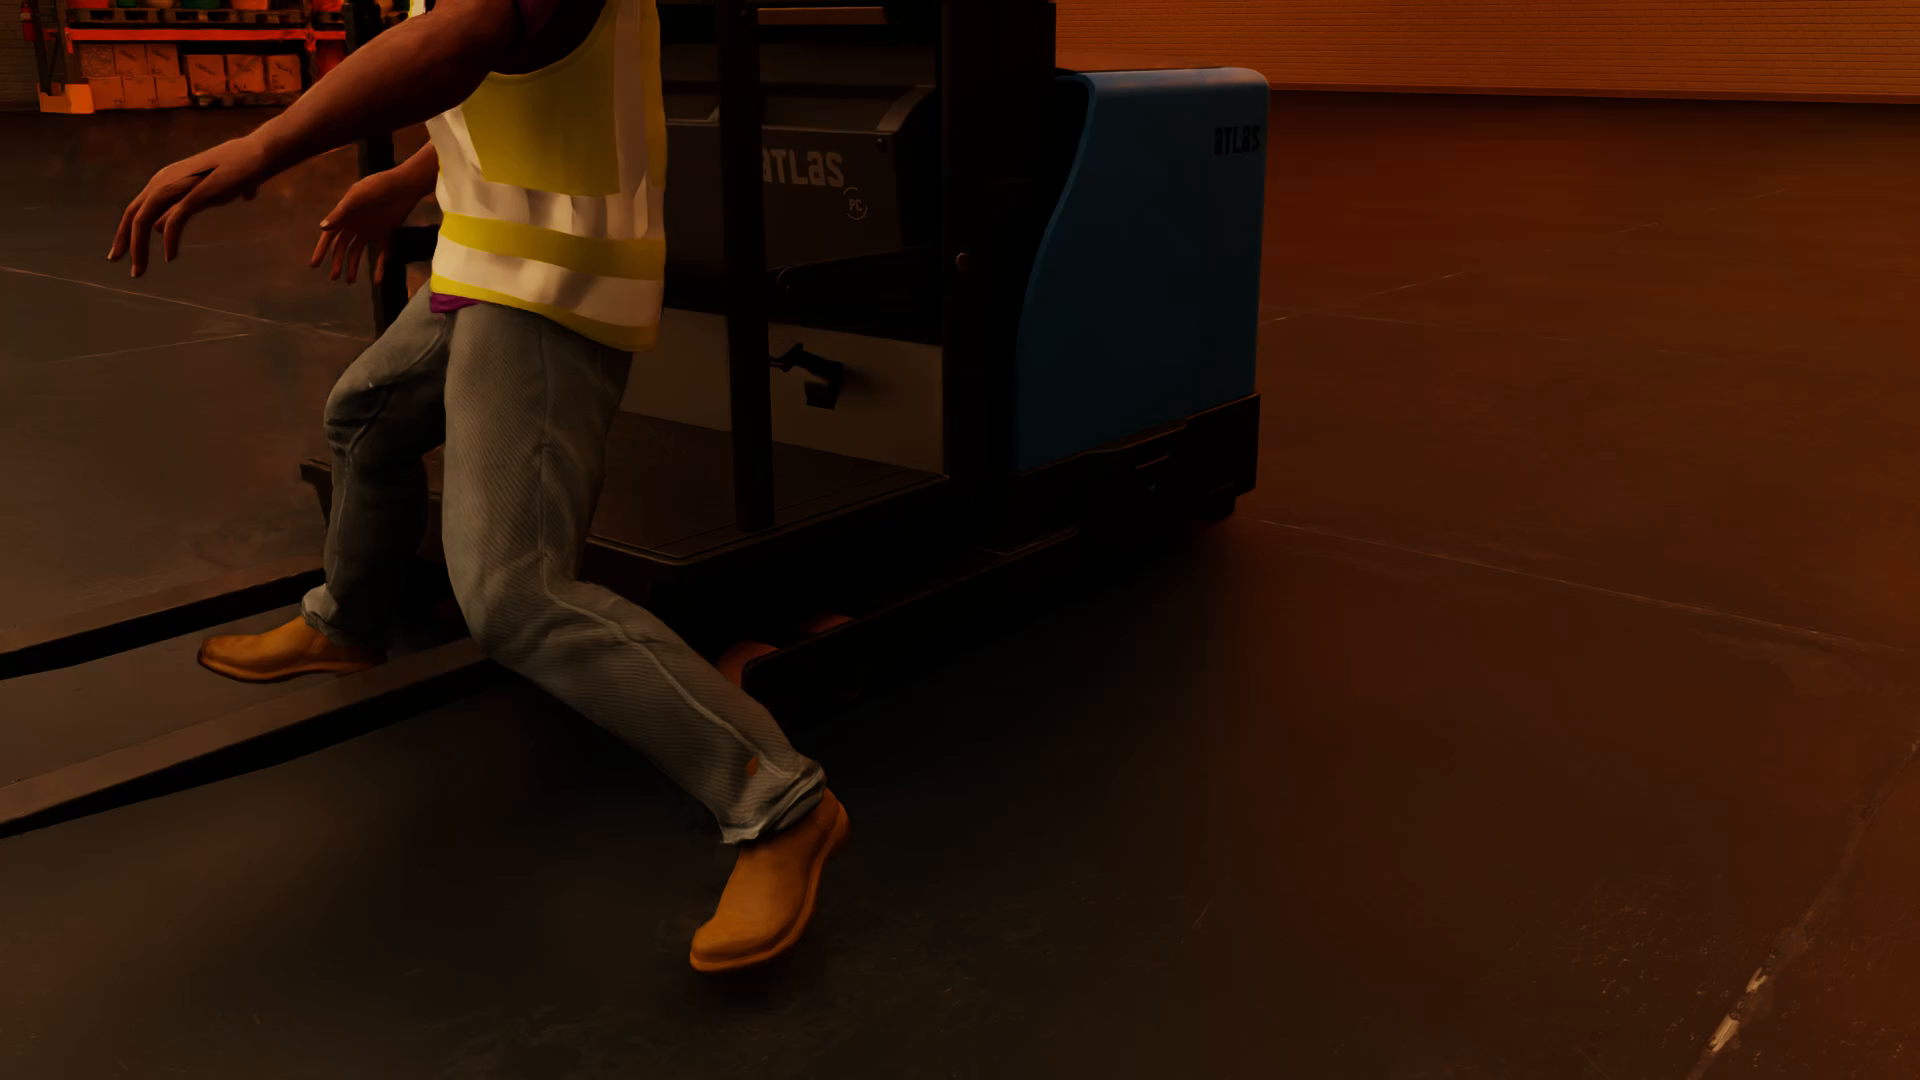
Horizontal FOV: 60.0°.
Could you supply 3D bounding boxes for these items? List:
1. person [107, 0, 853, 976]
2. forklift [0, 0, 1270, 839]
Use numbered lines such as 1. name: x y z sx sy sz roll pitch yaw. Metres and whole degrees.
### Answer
1. person: -0.711 -0.362 2.269 1.012 1.591 1.119 -3 17 -11
2. forklift: -0.567 -1.226 2.934 1.130 2.935 3.031 13 21 36
